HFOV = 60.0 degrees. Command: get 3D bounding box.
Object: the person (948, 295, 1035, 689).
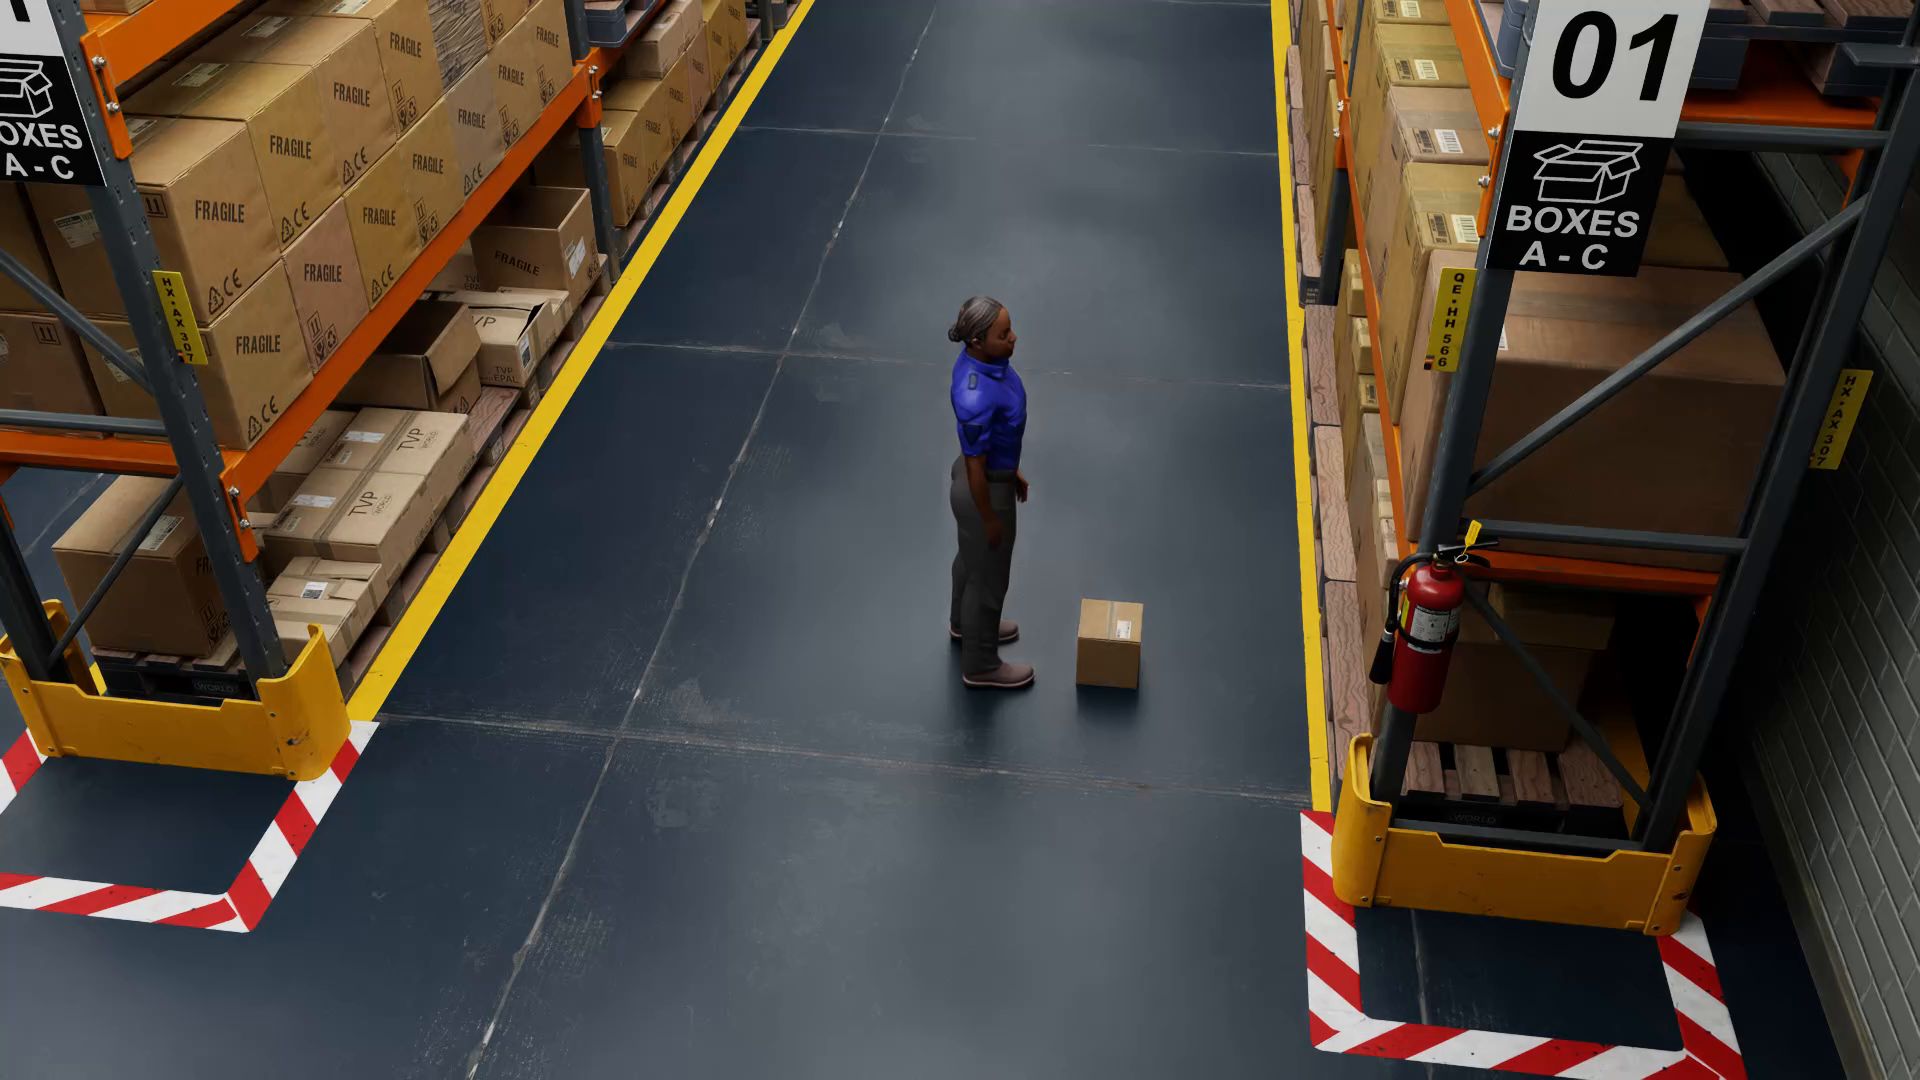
[{"bbox_3d":[0.129,-0.186,6.383,0.360,1.663,0.440,1,36,2],"label":"person"}]
